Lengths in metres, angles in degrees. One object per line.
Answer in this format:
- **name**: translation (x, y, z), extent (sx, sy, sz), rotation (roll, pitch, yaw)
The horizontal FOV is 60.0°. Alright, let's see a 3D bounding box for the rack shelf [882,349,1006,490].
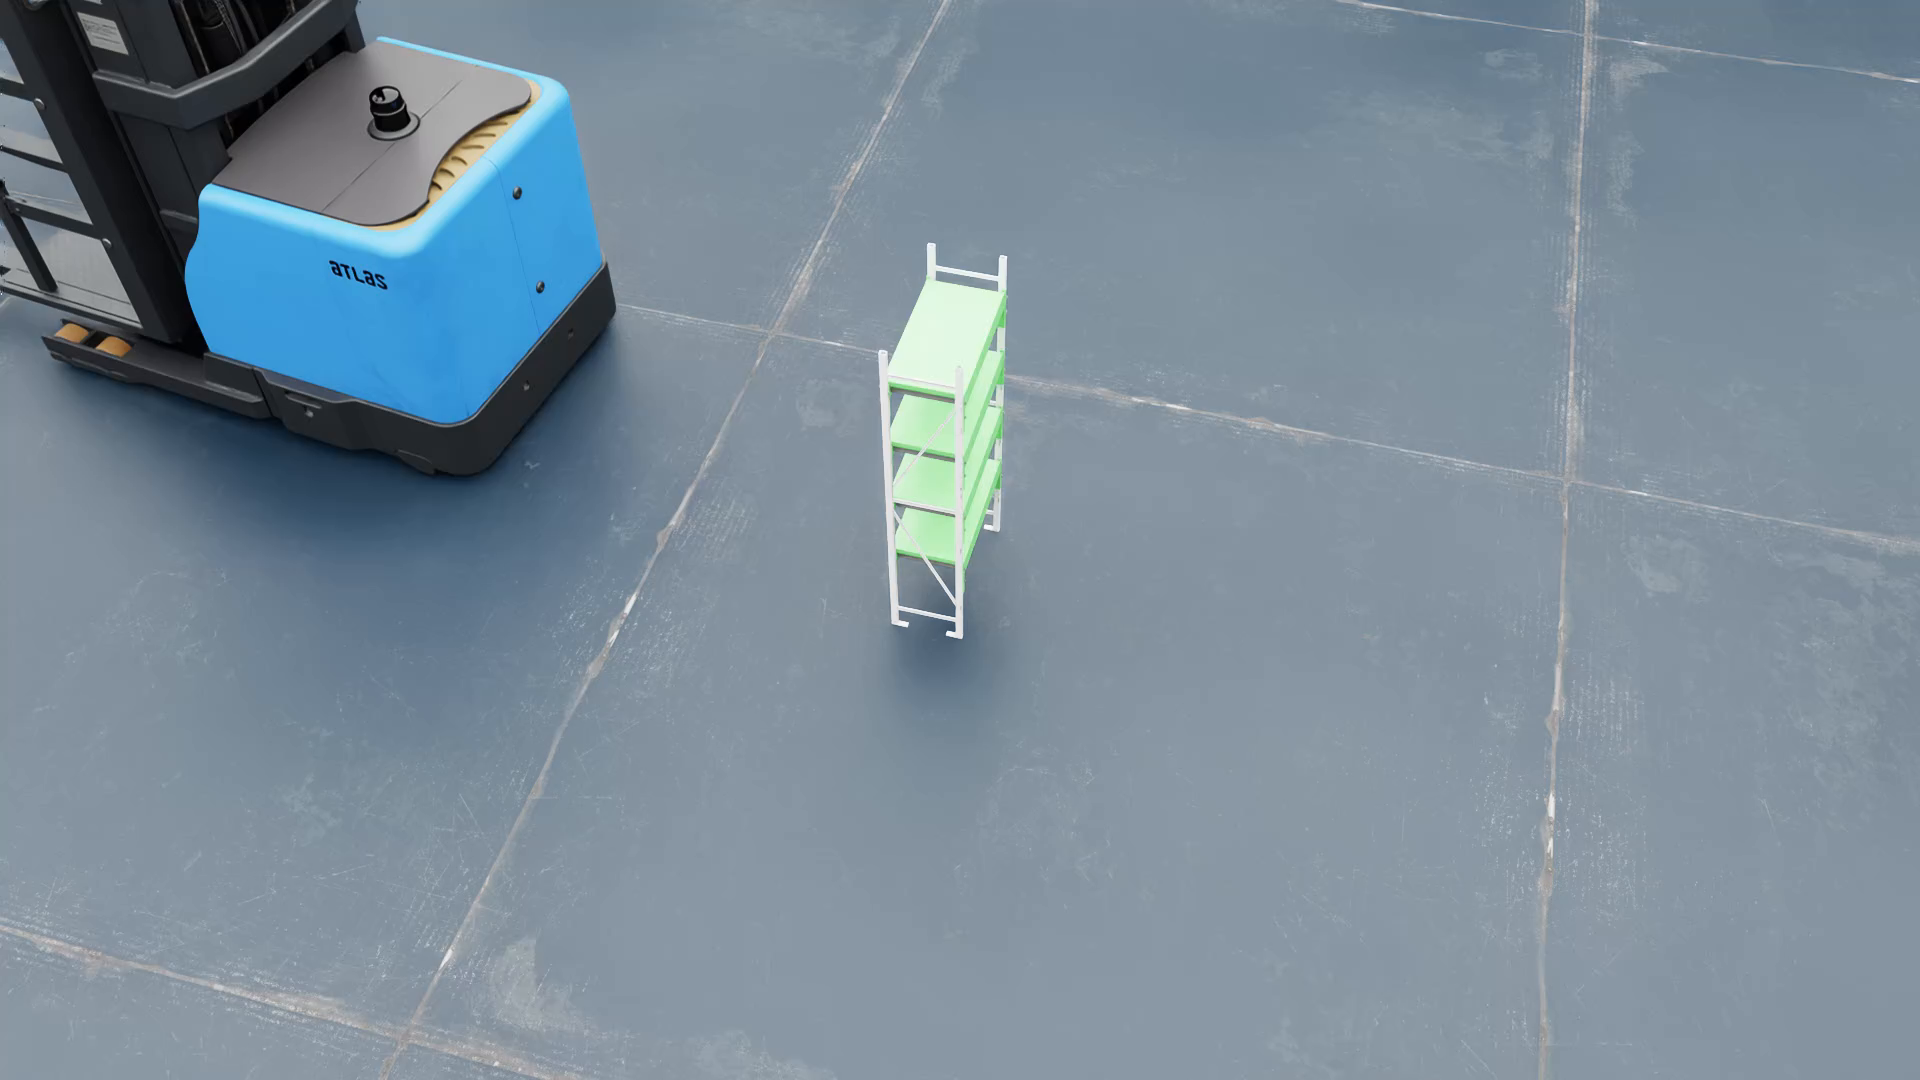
- **rack shelf**: translation (-0.044, -0.394, 5.062), extent (0.258, 0.148, 0.480), rotation (12, 50, 10)

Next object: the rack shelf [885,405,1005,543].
- **rack shelf**: translation (-0.044, -0.235, 5.242), extent (0.258, 0.148, 0.480), rotation (12, 50, 10)

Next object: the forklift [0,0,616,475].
- **forklift**: translation (-2.900, -1.919, 5.489), extent (3.031, 2.935, 1.130), rotation (17, 51, 14)

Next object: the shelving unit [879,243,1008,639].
- **shelving unit**: translation (-0.044, -0.277, 5.194), extent (0.258, 1.200, 0.503), rotation (12, 50, 10)

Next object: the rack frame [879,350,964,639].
- **rack frame**: translation (-0.108, -0.101, 5.039), extent (0.240, 1.200, 0.015), rotation (12, 50, 10)

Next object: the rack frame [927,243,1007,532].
- **rack frame**: translation (0.021, -0.454, 5.350), extent (0.240, 1.200, 0.015), rotation (12, 50, 10)

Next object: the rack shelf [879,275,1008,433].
- **rack shelf**: translation (-0.044, -0.553, 4.883), extent (0.258, 0.148, 0.480), rotation (12, 50, 10)

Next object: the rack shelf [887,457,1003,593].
- **rack shelf**: translation (-0.044, -0.076, 5.422), extent (0.258, 0.148, 0.480), rotation (12, 50, 10)
